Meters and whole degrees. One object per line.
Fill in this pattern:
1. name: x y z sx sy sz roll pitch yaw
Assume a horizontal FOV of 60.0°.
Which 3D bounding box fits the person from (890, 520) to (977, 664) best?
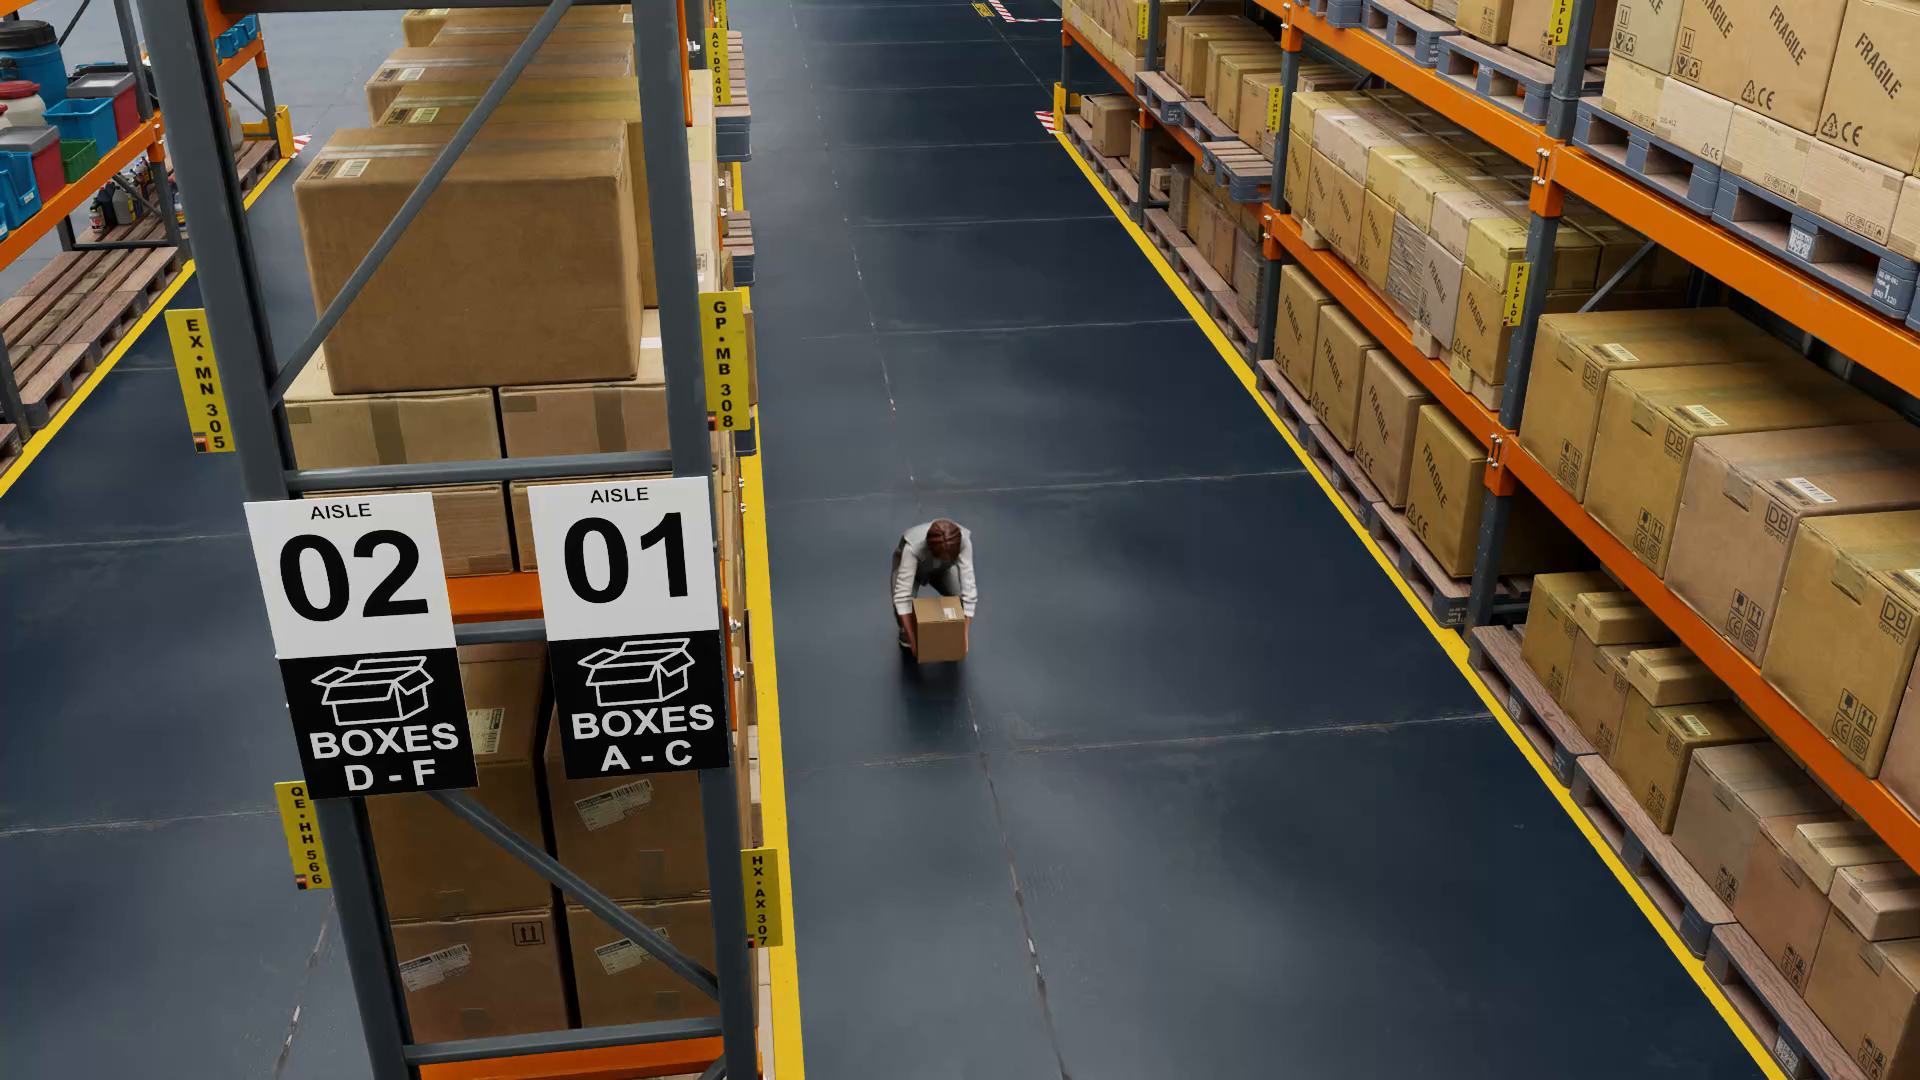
1. person: -0.156 0.218 9.002 0.442 0.874 0.816 -4 28 -7
